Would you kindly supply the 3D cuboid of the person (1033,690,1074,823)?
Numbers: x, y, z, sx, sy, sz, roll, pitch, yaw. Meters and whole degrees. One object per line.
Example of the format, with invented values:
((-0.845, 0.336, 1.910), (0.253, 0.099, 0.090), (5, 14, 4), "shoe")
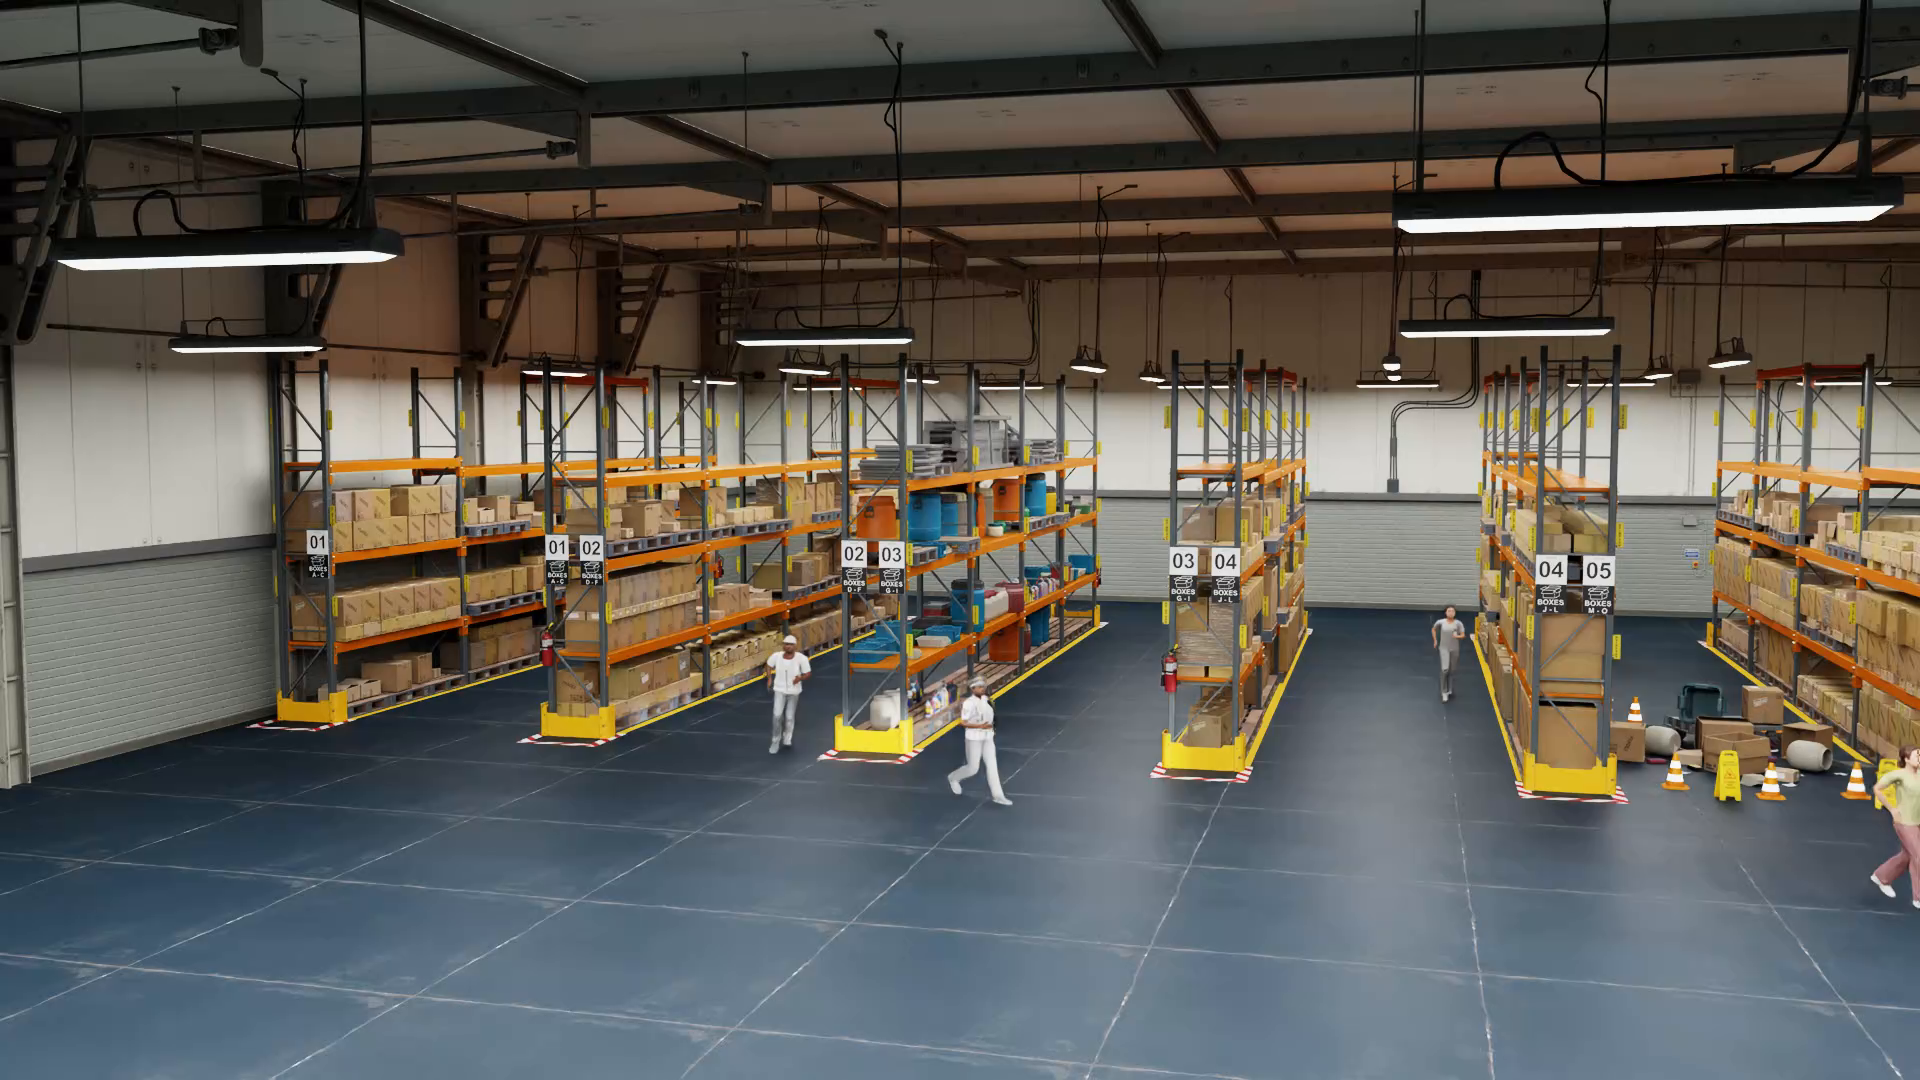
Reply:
((1.178, 2.685, 20.638), (0.568, 1.656, 0.560), (-4, 6, -42), "person")

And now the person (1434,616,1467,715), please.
((8.433, 2.142, 28.574), (0.566, 1.631, 0.813), (0, 4, 5), "person")

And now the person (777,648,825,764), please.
((-2.271, 2.386, 24.138), (0.757, 1.652, 0.611), (-2, 5, -29), "person")
